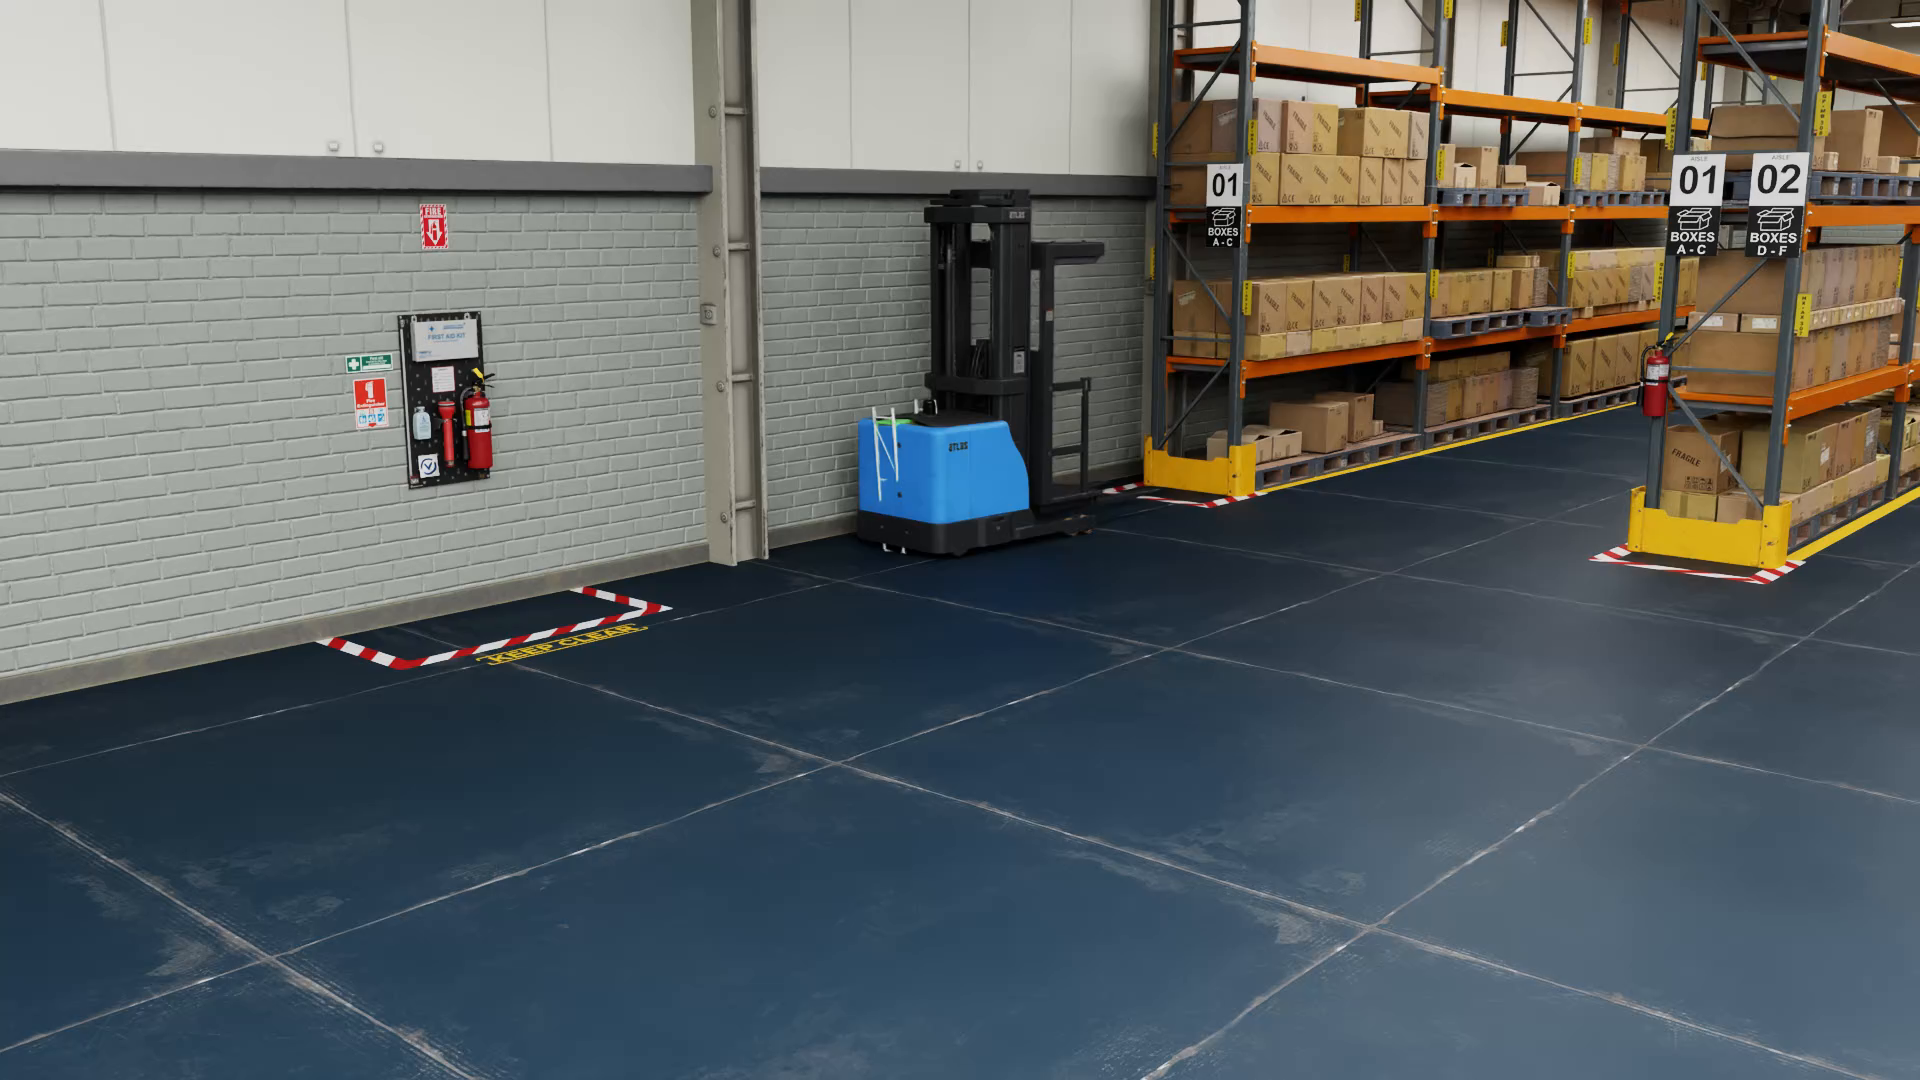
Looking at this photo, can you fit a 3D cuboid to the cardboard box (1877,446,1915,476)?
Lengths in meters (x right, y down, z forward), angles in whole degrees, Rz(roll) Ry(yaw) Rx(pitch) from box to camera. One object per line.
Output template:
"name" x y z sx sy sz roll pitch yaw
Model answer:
"cardboard box" 9.174 -0.815 16.580 0.500 0.250 0.500 9 15 39

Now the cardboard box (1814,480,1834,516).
"cardboard box" 7.260 -0.397 14.486 0.500 0.250 0.500 10 15 40

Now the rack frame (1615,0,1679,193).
"rack frame" 10.279 -6.689 24.724 1.000 3.000 0.127 10 15 40

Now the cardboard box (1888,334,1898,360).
"cardboard box" 9.014 -1.934 16.620 0.500 0.250 0.500 11 16 44

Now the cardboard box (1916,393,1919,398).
"cardboard box" 10.863 -1.465 18.402 0.500 0.311 0.500 9 15 39

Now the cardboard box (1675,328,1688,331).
"cardboard box" 11.629 -3.375 27.104 0.380 0.149 0.250 10 15 41

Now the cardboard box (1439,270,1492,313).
"cardboard box" 6.145 -3.087 20.631 0.500 0.500 0.700 -10 15 -40

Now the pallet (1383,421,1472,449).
"pallet" 5.511 -1.317 20.266 1.003 0.211 1.213 10 15 40

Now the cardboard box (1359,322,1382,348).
"cardboard box" 4.258 -2.249 18.144 0.500 0.250 0.500 10 15 40

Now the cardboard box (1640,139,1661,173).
"cardboard box" 10.565 -5.900 25.574 0.500 0.500 0.500 10 15 40

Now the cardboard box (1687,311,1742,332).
"cardboard box" 6.190 -1.789 13.600 0.380 0.149 0.250 9 15 39

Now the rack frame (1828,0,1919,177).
"rack frame" 8.722 -4.872 15.627 1.000 3.000 0.127 10 15 40

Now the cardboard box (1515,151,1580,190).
"cardboard box" 7.910 -4.971 22.406 0.700 0.500 0.500 8 14 36

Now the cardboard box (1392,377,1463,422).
"cardboard box" 5.775 -1.753 20.587 0.700 0.500 0.500 9 15 39

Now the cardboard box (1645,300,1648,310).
"cardboard box" 9.915 -3.475 24.539 0.380 0.149 0.250 10 15 42

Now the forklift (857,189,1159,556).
"forklift" 0.541 -1.529 14.382 3.031 2.935 1.130 -11 16 -44

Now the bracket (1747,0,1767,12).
"bracket" 14.045 -9.444 29.331 0.235 0.232 0.430 10 15 40

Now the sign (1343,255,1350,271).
"sign" 4.579 -3.209 19.662 0.100 0.325 0.005 10 15 40

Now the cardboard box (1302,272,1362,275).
"cardboard box" 4.187 -2.756 18.768 0.500 0.500 0.500 10 15 40

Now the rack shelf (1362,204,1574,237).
"rack shelf" 6.318 -3.982 20.669 1.077 0.370 4.000 10 15 40

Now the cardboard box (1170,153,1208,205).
"cardboard box" 2.443 -3.605 16.638 0.500 0.500 0.500 -11 16 -43

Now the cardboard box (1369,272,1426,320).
"cardboard box" 4.919 -2.764 18.810 0.500 0.500 0.500 10 15 40

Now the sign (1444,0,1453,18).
"sign" 5.394 -5.936 18.367 0.100 0.325 0.005 10 15 40

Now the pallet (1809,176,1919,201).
"pallet" 8.178 -3.228 15.285 1.003 0.211 1.213 10 15 40

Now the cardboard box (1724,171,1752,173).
"cardboard box" 6.643 -3.217 13.953 0.500 0.250 0.500 10 15 40

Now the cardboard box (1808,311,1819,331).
"cardboard box" 6.840 -1.814 13.724 0.380 0.149 0.250 10 15 41

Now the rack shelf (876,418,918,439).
"rack shelf" -0.443 -0.939 13.666 0.258 0.148 0.480 6 15 43

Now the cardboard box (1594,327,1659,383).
"cardboard box" 9.948 -2.786 24.918 0.750 0.750 0.750 10 15 41

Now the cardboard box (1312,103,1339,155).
"cardboard box" 3.494 -4.171 16.917 0.500 0.500 0.500 10 15 42

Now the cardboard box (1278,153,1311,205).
"cardboard box" 3.148 -3.602 16.624 0.500 0.500 0.500 -11 16 -44

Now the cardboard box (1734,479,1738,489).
"cardboard box" 6.534 -0.391 14.459 0.500 0.250 0.500 10 15 40

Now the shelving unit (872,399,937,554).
"shelving unit" -0.415 -0.532 13.746 0.258 1.200 0.503 6 15 43

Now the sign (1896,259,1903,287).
"sign" 10.948 -3.116 19.400 0.100 0.325 0.005 10 15 40

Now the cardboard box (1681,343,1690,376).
"cardboard box" 11.184 -2.897 26.368 0.700 0.500 0.500 10 15 40

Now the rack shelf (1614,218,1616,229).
"rack shelf" 11.599 -5.159 26.562 1.077 0.370 4.000 10 15 40

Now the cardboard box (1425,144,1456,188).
"cardboard box" 5.419 -4.366 19.425 0.500 0.500 0.500 -9 15 -39

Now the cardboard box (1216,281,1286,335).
"cardboard box" 2.899 -2.317 16.569 0.500 0.500 0.500 10 15 40

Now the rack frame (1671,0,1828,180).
"rack frame" 6.081 -4.283 12.681 1.000 3.000 0.127 10 15 40

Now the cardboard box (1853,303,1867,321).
"cardboard box" 7.864 -2.043 14.868 0.380 0.149 0.250 10 15 42

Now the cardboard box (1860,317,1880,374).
"cardboard box" 8.090 -1.834 15.481 0.700 0.500 0.500 10 15 40

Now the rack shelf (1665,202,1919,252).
"rack shelf" 7.402 -2.754 14.518 1.077 0.370 4.000 10 15 40

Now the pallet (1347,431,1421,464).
"pallet" 4.582 -1.099 19.174 1.003 0.211 1.213 10 15 40

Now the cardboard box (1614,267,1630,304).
"cardboard box" 9.171 -3.628 23.650 0.500 0.500 0.500 10 15 42

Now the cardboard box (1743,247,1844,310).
"cardboard box" 7.109 -2.254 14.269 0.700 0.500 0.500 10 15 41

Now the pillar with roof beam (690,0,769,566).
"pillar with roof beam" 1.443 -3.699 9.754 9.100 9.000 0.400 10 15 40

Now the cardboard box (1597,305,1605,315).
"cardboard box" 8.858 -3.256 23.446 0.380 0.149 0.250 10 15 41

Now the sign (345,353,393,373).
"sign" -3.883 -1.164 10.934 0.001 0.109 0.331 10 15 40

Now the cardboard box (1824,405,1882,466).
"cardboard box" 8.241 -0.987 15.526 0.500 0.500 0.500 10 15 40

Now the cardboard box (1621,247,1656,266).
"cardboard box" 9.818 -4.143 24.317 0.500 0.250 0.500 10 15 42

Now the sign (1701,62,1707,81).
"sign" 12.507 -7.886 27.927 0.100 0.325 0.005 10 15 40

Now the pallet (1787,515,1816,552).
"pallet" 6.555 -0.092 14.132 1.003 0.211 1.213 10 15 40

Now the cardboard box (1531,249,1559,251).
"cardboard box" 8.088 -3.907 23.132 0.500 0.250 0.500 9 14 39

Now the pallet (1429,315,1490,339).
"pallet" 5.612 -2.569 19.906 1.003 0.211 1.213 10 15 40
